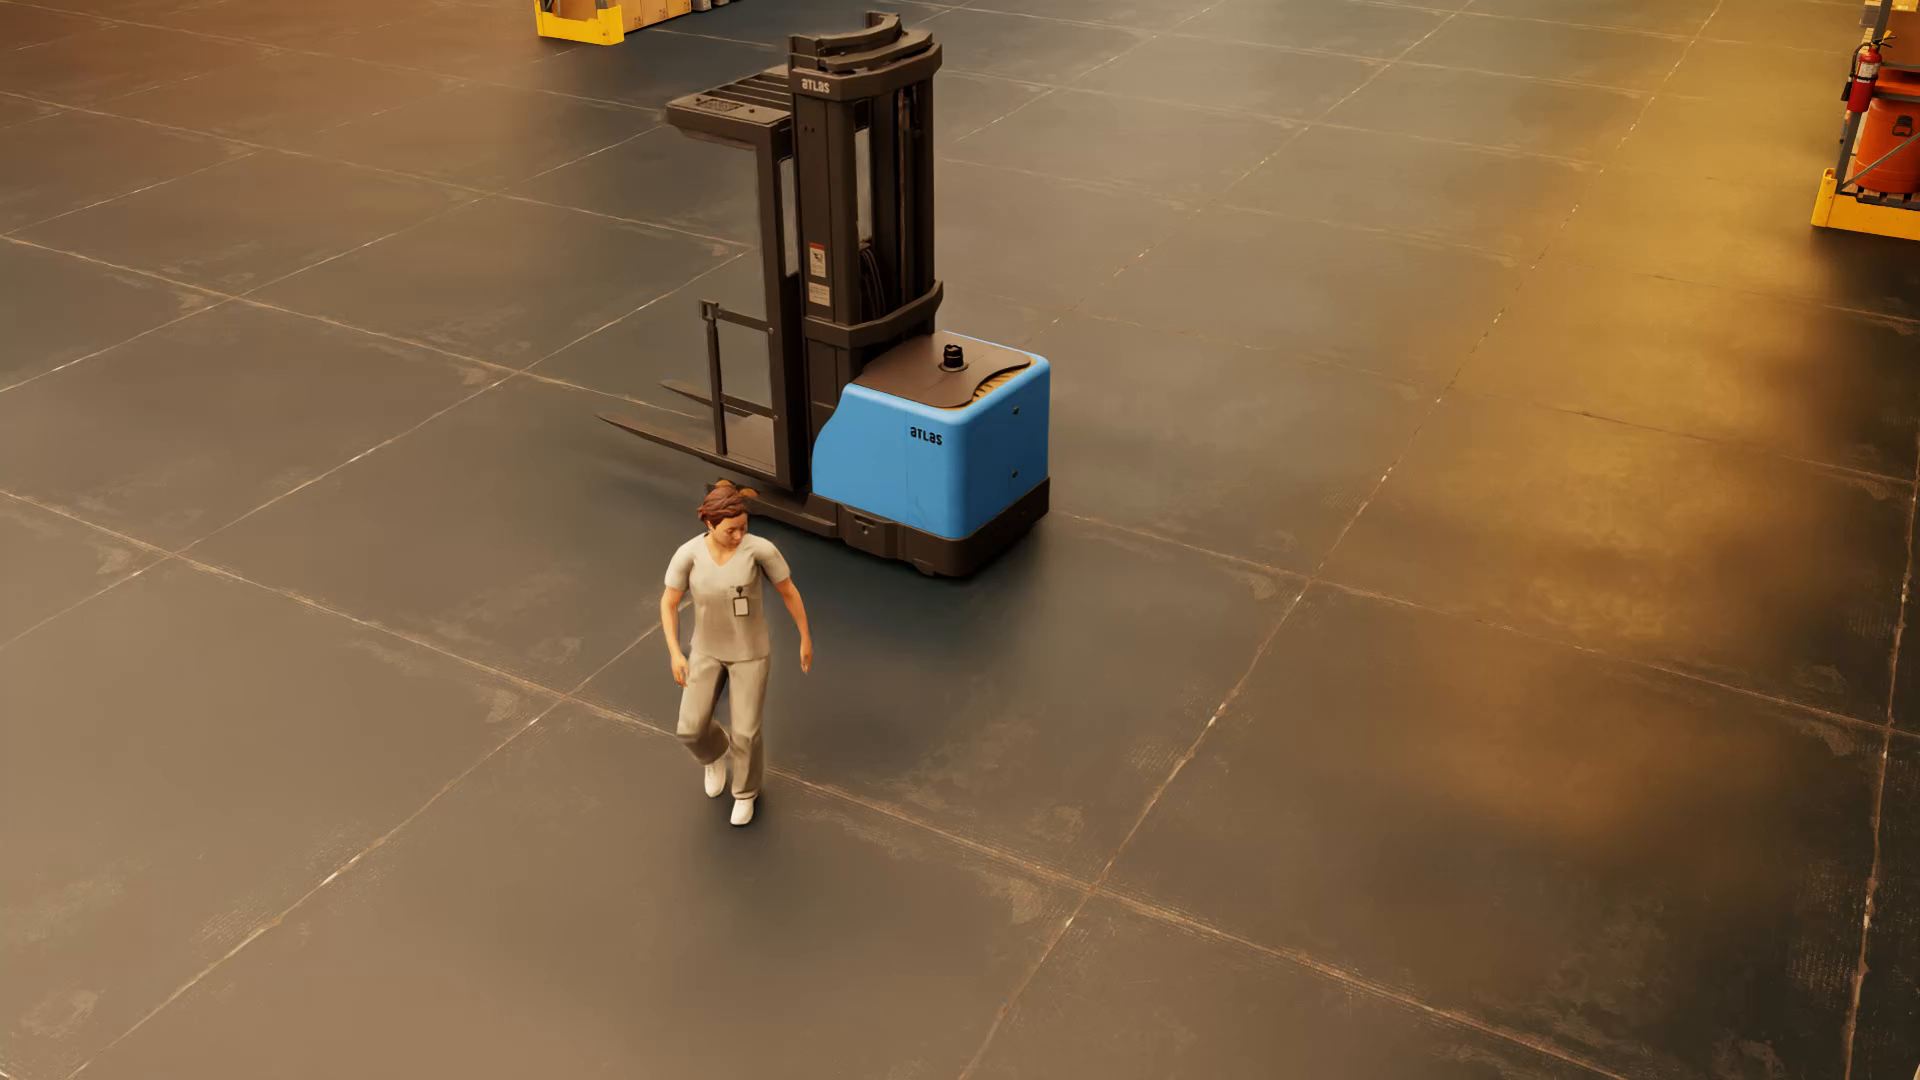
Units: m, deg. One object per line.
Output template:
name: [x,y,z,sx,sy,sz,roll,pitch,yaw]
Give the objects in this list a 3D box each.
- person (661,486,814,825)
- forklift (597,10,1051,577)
person: [-0.990,0.521,7.463,0.667,1.644,0.453,4,30,7]
forklift: [-0.963,-1.618,9.873,3.031,2.935,1.130,19,35,29]
